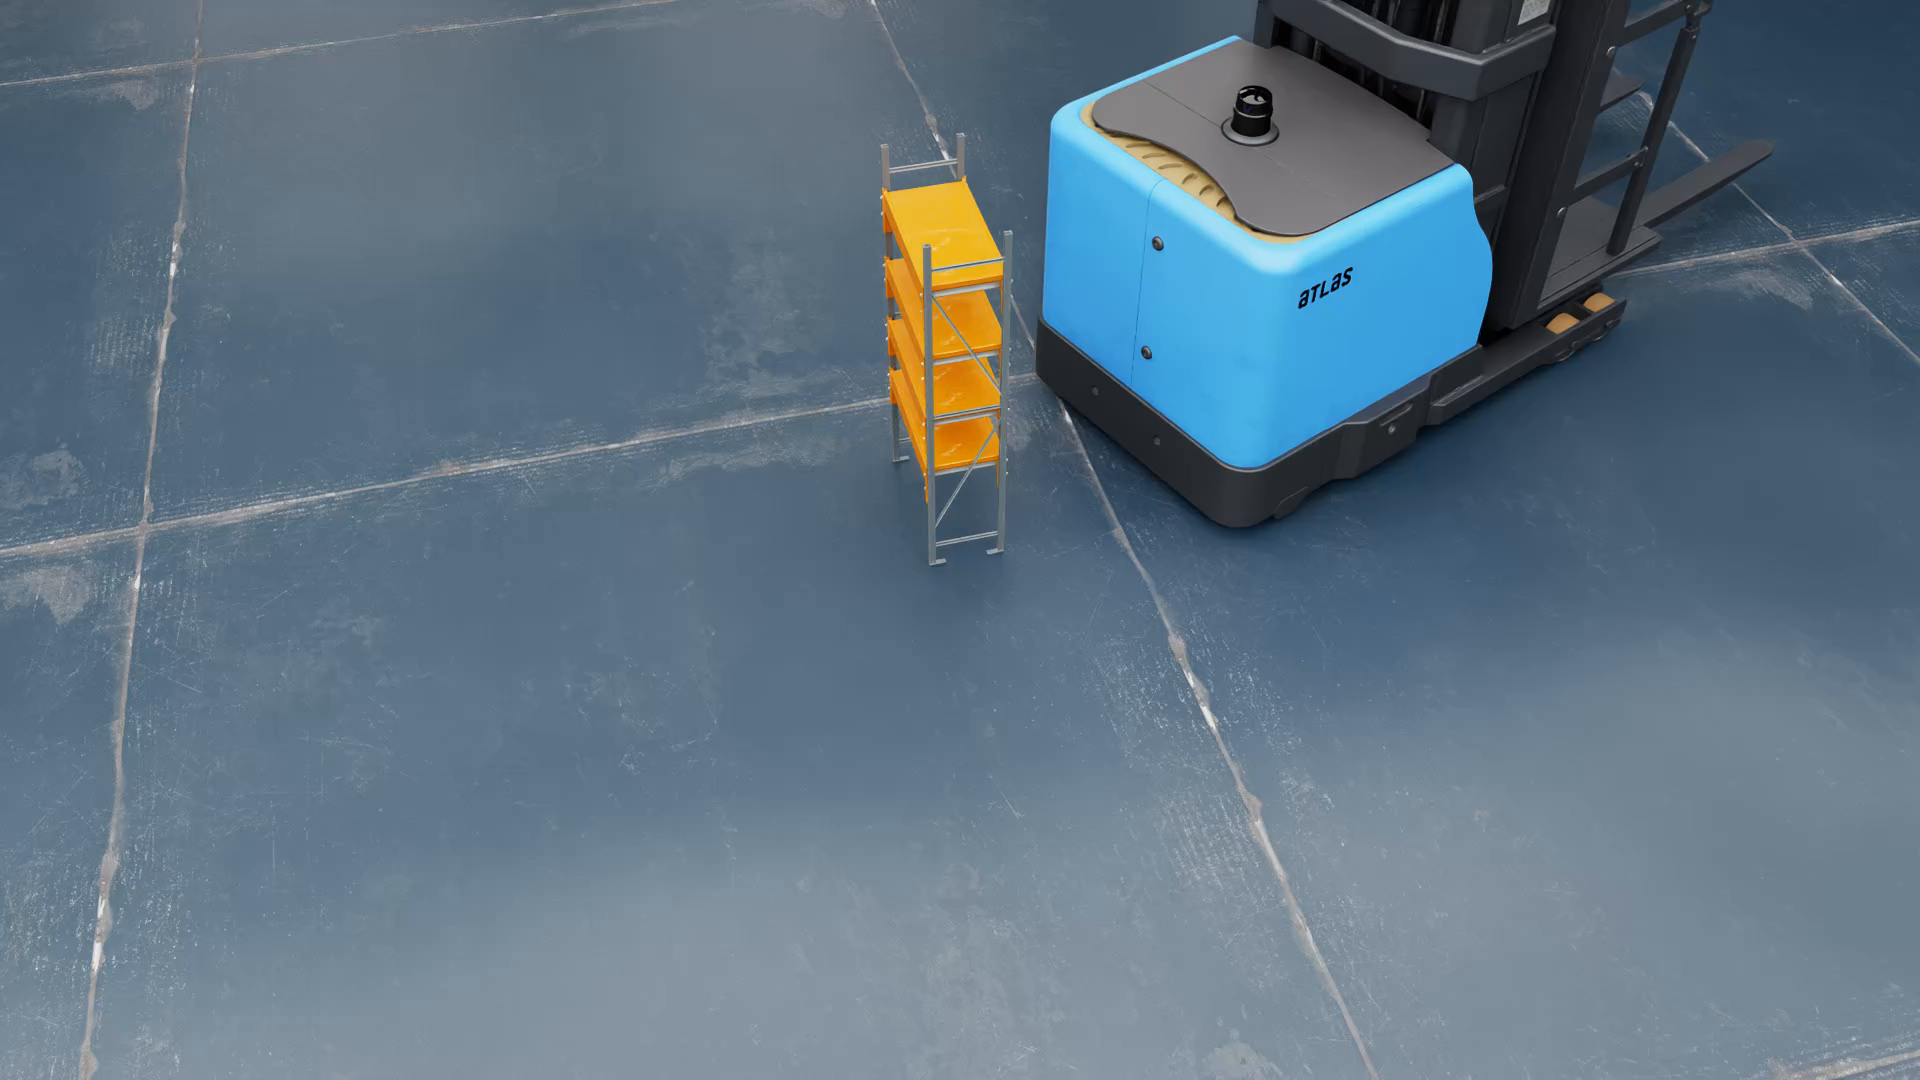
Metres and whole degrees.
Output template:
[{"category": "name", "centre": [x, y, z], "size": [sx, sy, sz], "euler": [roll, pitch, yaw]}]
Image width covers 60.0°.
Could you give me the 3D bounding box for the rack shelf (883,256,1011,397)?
[{"category": "rack shelf", "centre": [-0.042, -0.644, 4.822], "size": [0.258, 0.148, 0.480], "euler": [-11, 47, -10]}]

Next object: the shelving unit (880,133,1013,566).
[{"category": "shelving unit", "centre": [-0.042, -0.534, 4.933], "size": [0.258, 1.200, 0.503], "euler": [-11, 47, -10]}]

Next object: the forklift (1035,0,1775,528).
[{"category": "forklift", "centre": [1.743, -1.932, 5.091], "size": [3.031, 2.935, 1.130], "euler": [-28, 52, -25]}]

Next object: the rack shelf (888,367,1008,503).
[{"category": "rack shelf", "centre": [-0.042, -0.348, 5.123], "size": [0.258, 0.148, 0.480], "euler": [-11, 47, -10]}]

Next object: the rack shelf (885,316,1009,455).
[{"category": "rack shelf", "centre": [-0.042, -0.487, 4.982], "size": [0.258, 0.148, 0.480], "euler": [-11, 47, -10]}]

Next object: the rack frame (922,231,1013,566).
[{"category": "rack frame", "centre": [0.020, -0.366, 4.768], "size": [0.240, 1.200, 0.015], "euler": [-11, 47, -10]}]

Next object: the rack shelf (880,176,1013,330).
[{"category": "rack shelf", "centre": [-0.042, -0.809, 4.653], "size": [0.258, 0.148, 0.480], "euler": [-11, 47, -10]}]

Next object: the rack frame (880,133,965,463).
[{"category": "rack frame", "centre": [-0.105, -0.703, 5.099], "size": [0.240, 1.200, 0.015], "euler": [-11, 47, -10]}]
